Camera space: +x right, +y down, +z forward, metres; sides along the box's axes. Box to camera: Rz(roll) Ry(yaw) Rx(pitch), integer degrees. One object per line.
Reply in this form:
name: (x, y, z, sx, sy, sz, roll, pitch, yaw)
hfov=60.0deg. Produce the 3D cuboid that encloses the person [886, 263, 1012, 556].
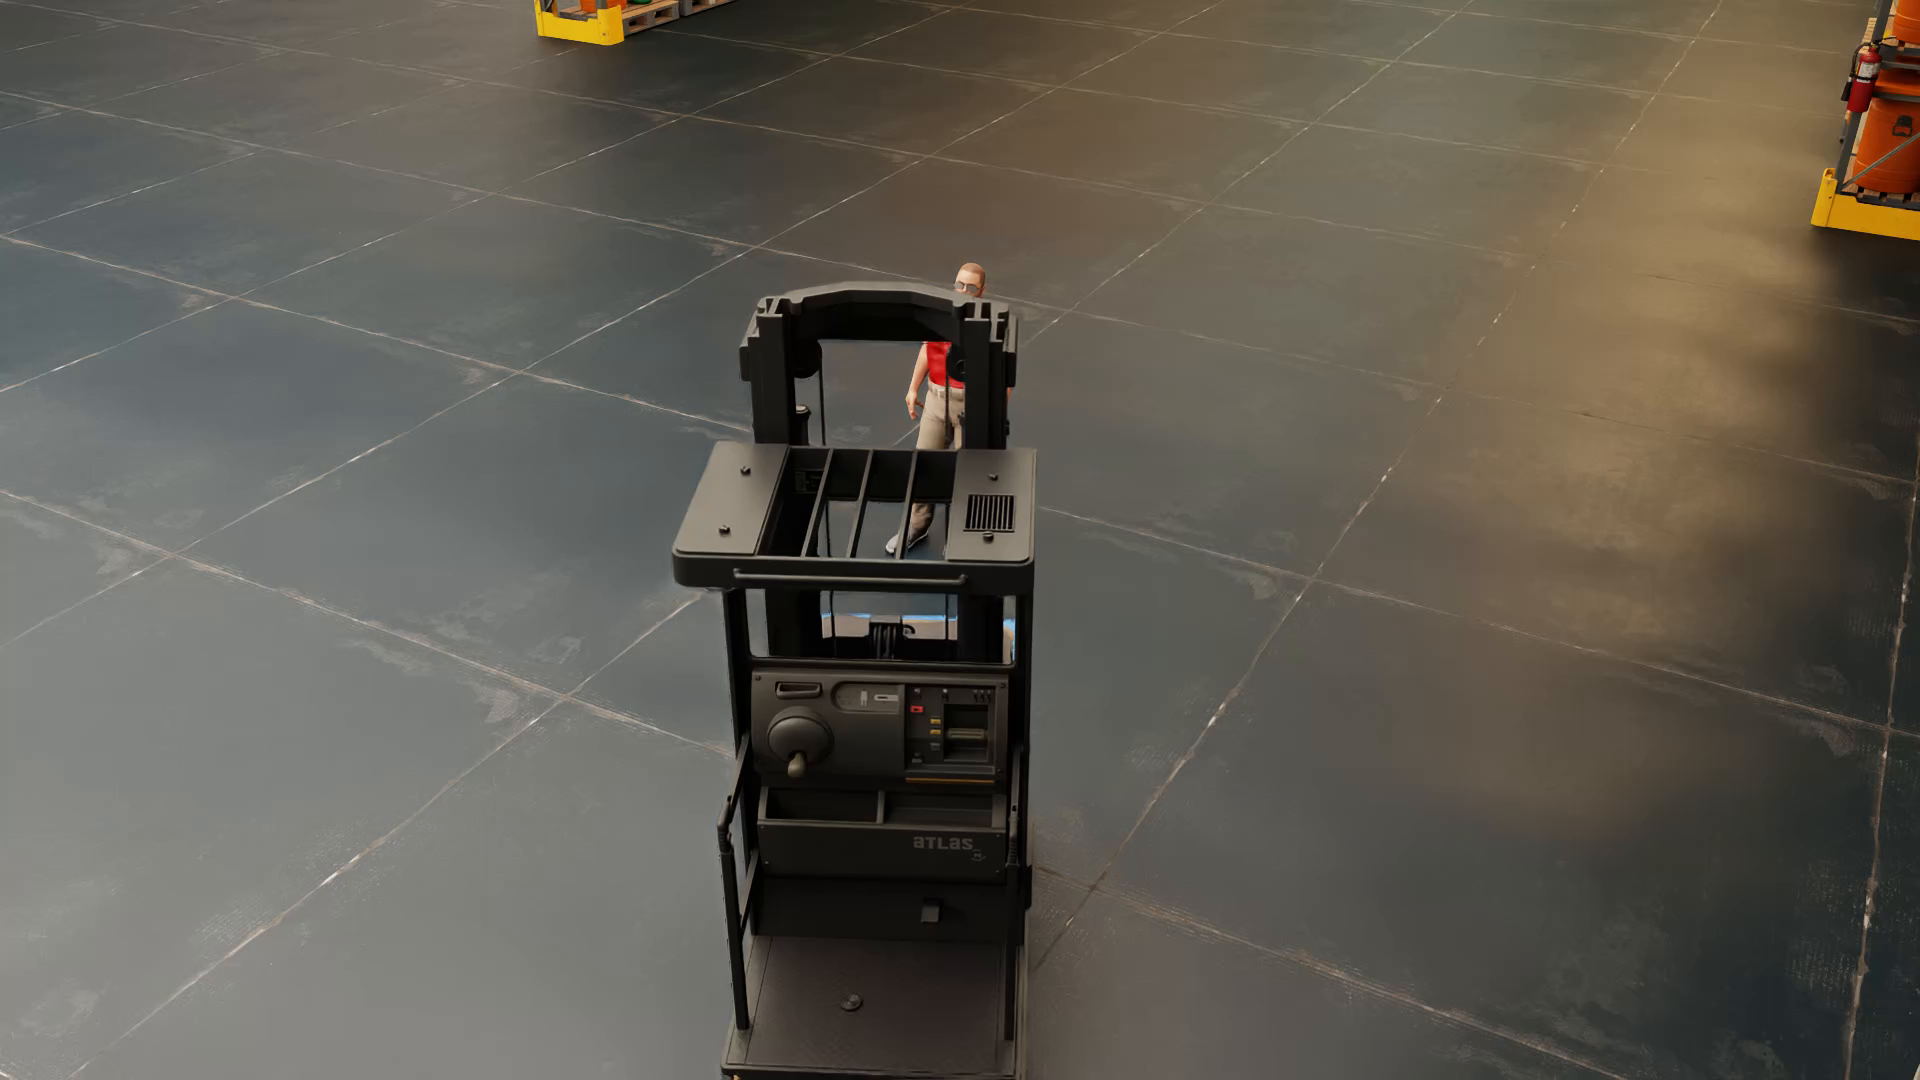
person: (-0.054, -0.719, 9.503, 0.641, 1.727, 0.550, 15, 33, 25)

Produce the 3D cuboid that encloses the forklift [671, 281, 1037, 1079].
forklift: (-0.299, 0.719, 5.824, 1.130, 2.935, 3.031, 2, 30, 3)
